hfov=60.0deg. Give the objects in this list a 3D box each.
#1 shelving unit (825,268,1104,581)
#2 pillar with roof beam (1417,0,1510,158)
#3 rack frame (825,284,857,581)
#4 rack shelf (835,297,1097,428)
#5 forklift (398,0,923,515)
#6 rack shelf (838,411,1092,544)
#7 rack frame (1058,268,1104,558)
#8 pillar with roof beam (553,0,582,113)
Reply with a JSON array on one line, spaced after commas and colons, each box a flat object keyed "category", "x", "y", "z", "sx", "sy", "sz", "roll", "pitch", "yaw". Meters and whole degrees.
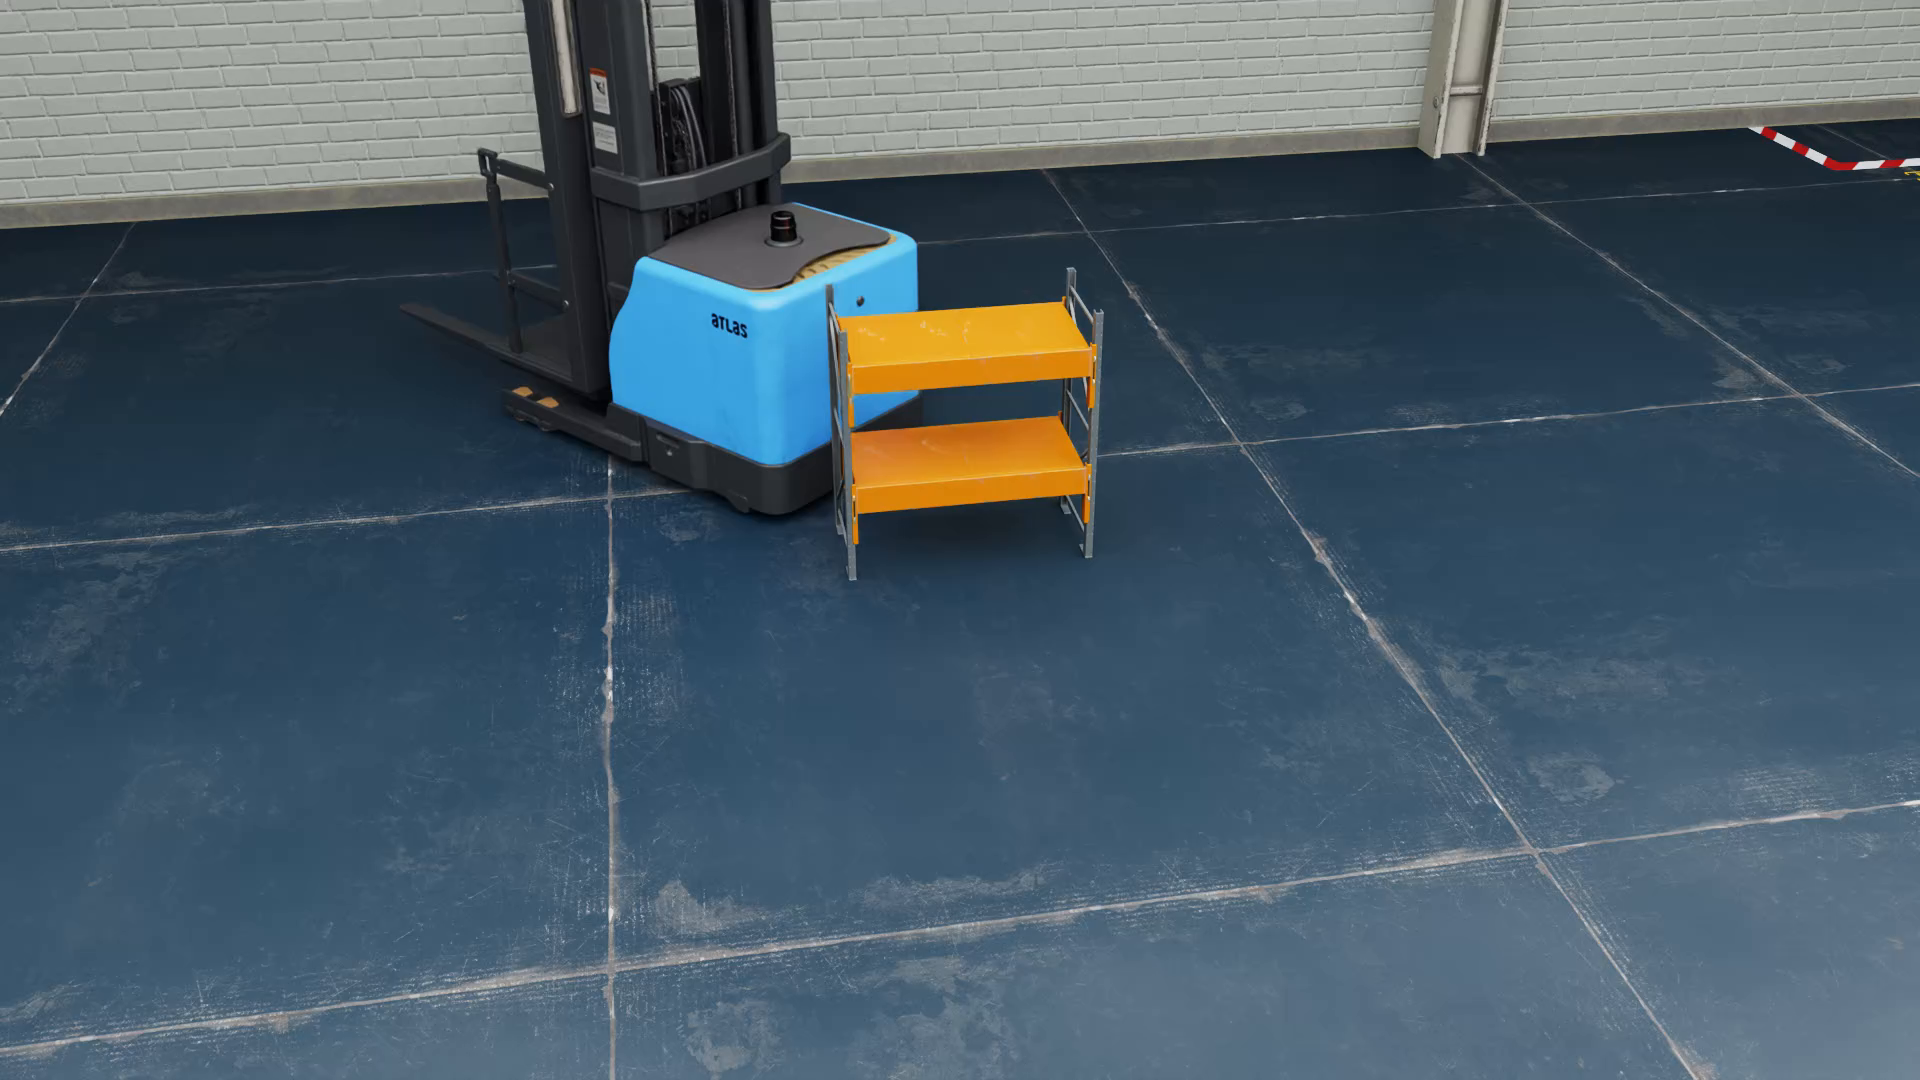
[{"category": "shelving unit", "x": 0.007, "y": -0.486, "z": 6.966, "sx": 1.048, "sy": 1.125, "sz": 0.538, "roll": -5, "pitch": 31, "yaw": -9}, {"category": "pillar with roof beam", "x": 4.328, "y": -4.559, "z": 6.125, "sx": 0.400, "sy": 9.000, "sz": 9.100, "roll": -5, "pitch": 31, "yaw": -9}, {"category": "rack frame", "x": -0.493, "y": -0.439, "z": 6.887, "sx": 0.032, "sy": 1.125, "sz": 0.500, "roll": -5, "pitch": 31, "yaw": -9}, {"category": "rack shelf", "x": 0.007, "y": -0.738, "z": 6.818, "sx": 1.000, "sy": 0.278, "sz": 0.538, "roll": -5, "pitch": 31, "yaw": -9}, {"category": "forklift", "x": -1.640, "y": -1.979, "z": 7.724, "sx": 3.031, "sy": 2.935, "sz": 1.130, "roll": 22, "pitch": 37, "yaw": 33}, {"category": "rack shelf", "x": 0.007, "y": -0.275, "z": 7.090, "sx": 1.000, "sy": 0.278, "sz": 0.538, "roll": -5, "pitch": 31, "yaw": -9}, {"category": "rack frame", "x": 0.507, "y": -0.532, "z": 7.045, "sx": 0.032, "sy": 1.125, "sz": 0.500, "roll": -5, "pitch": 31, "yaw": -9}, {"category": "pillar with roof beam", "x": -1.574, "y": -4.011, "z": 5.193, "sx": 0.400, "sy": 9.000, "sz": 9.100, "roll": -5, "pitch": 31, "yaw": -9}]
